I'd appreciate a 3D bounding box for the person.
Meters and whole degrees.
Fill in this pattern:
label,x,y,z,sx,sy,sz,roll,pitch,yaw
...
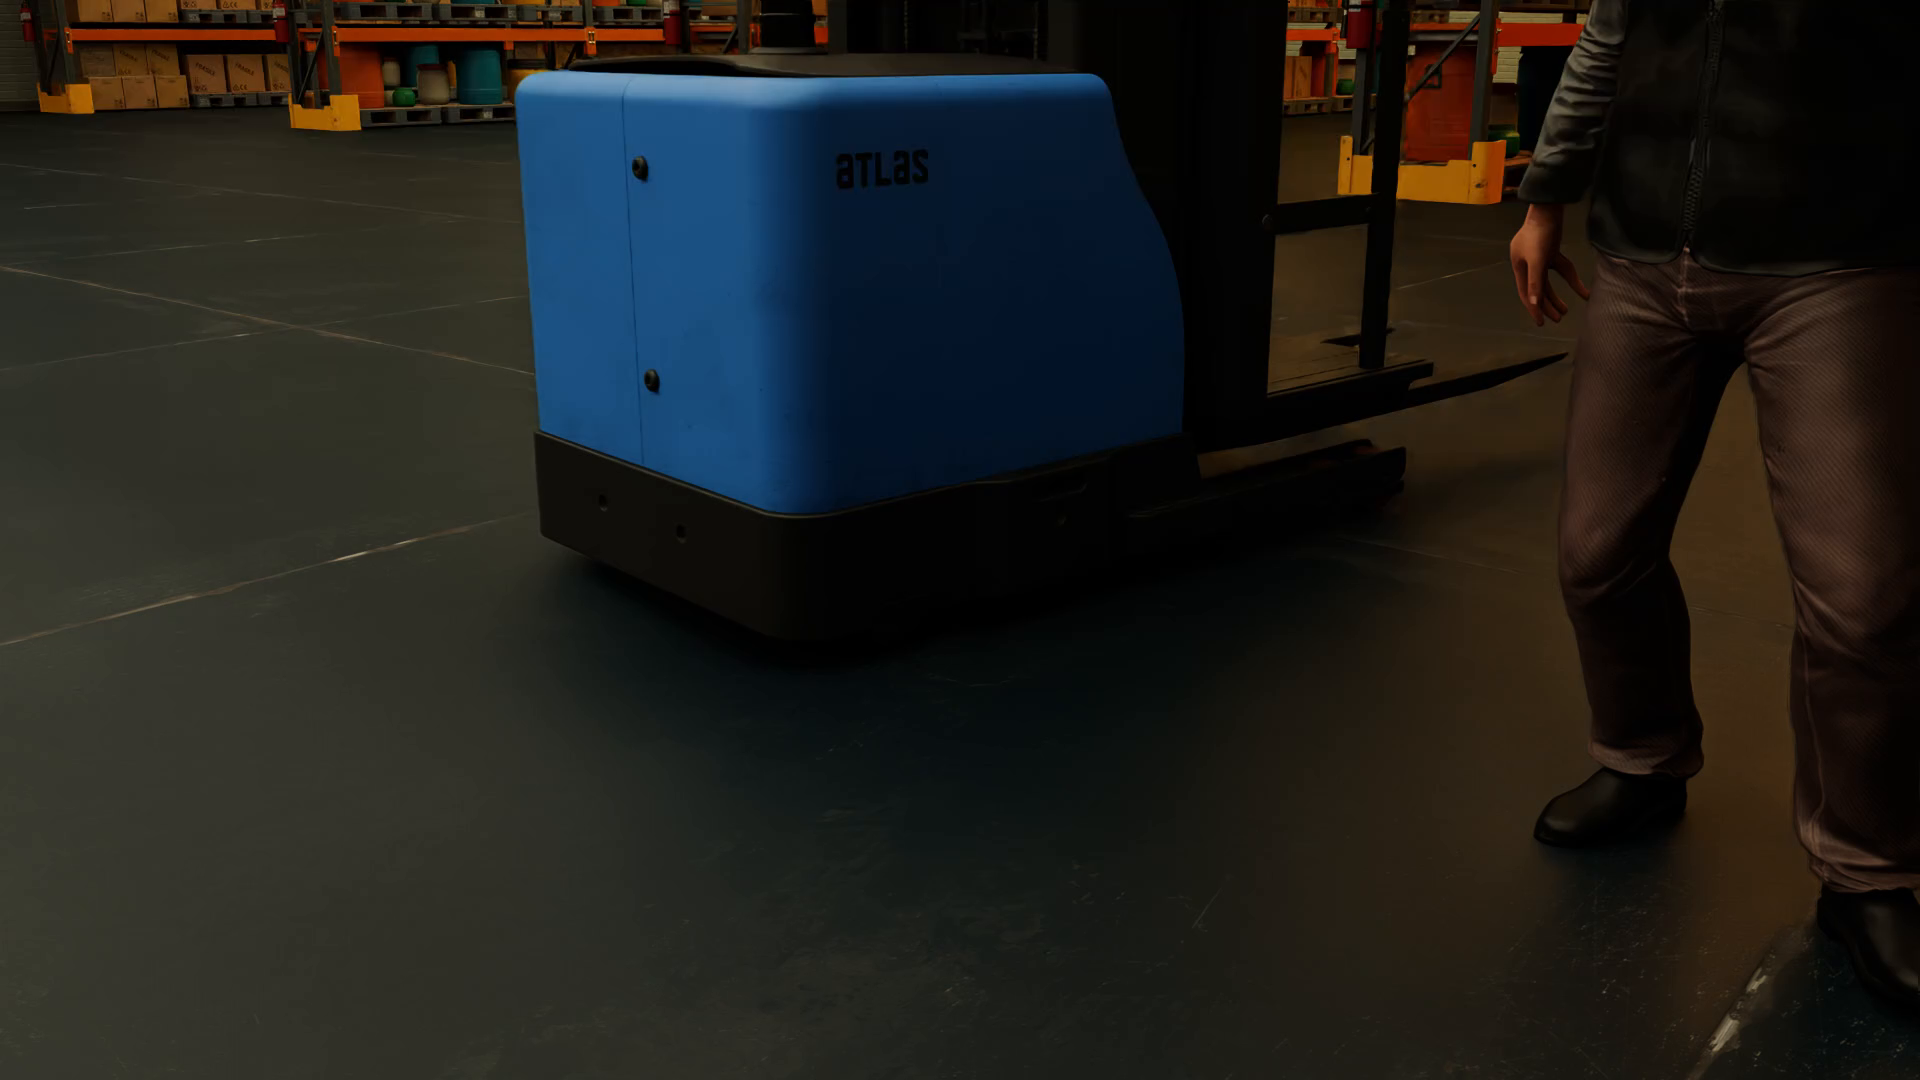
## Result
label,x,y,z,sx,sy,sz,roll,pitch,yaw
person,1.054,-0.330,2.157,0.405,1.692,0.848,-13,21,-36

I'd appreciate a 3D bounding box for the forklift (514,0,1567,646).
label,x,y,z,sx,sy,sz,roll,pitch,yaw
forklift,0.488,-1.539,3.964,3.031,2.935,1.130,-14,22,-39
